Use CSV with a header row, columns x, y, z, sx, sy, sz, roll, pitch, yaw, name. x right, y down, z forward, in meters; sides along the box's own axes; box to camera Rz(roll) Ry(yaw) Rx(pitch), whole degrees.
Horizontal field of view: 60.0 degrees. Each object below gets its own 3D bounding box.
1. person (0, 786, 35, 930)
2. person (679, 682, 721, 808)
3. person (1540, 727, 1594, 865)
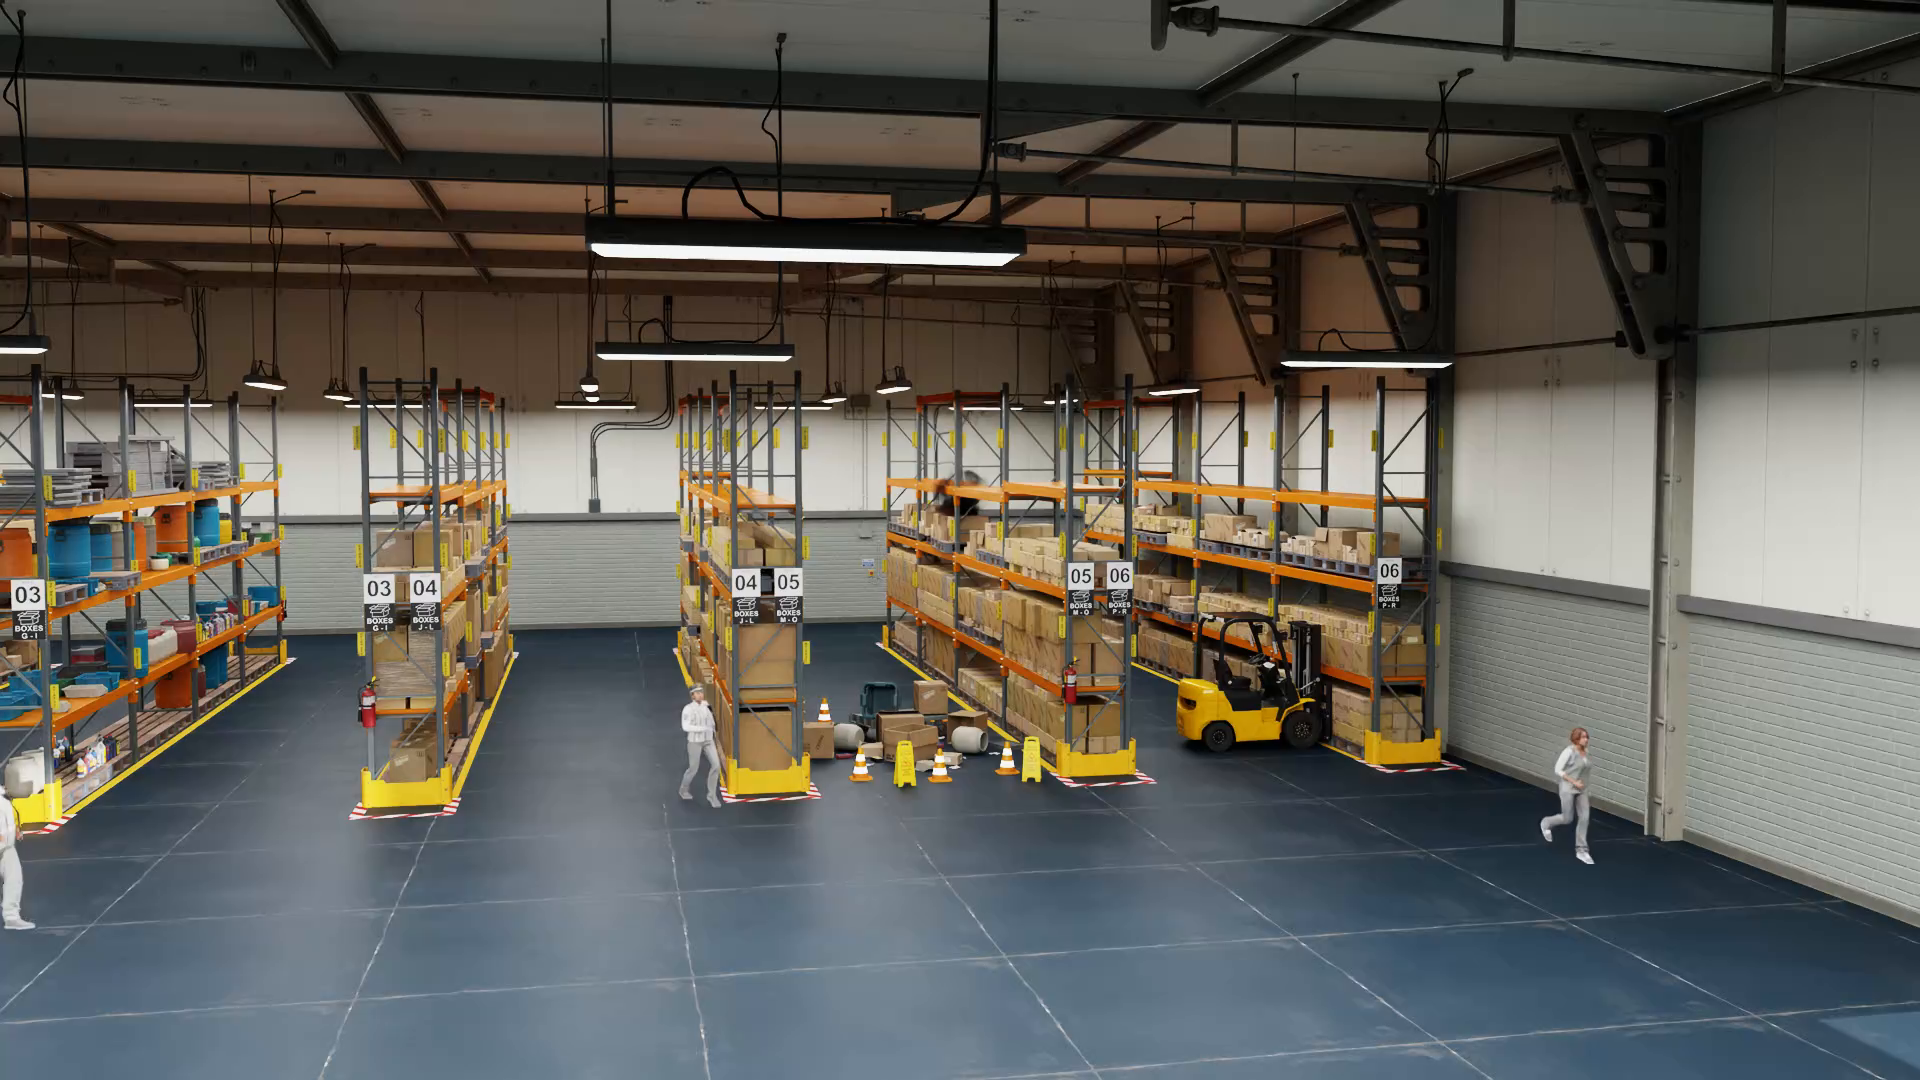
x,y,z,sx,sy,sz,roll,pitch,yaw,name
-9.909,3.120,17.029,0.905,1.743,0.678,1,3,12,person
-3.575,2.811,22.908,0.617,1.716,0.775,-3,4,-41,person
7.355,3.027,19.990,0.566,1.586,0.815,-2,4,-26,person
